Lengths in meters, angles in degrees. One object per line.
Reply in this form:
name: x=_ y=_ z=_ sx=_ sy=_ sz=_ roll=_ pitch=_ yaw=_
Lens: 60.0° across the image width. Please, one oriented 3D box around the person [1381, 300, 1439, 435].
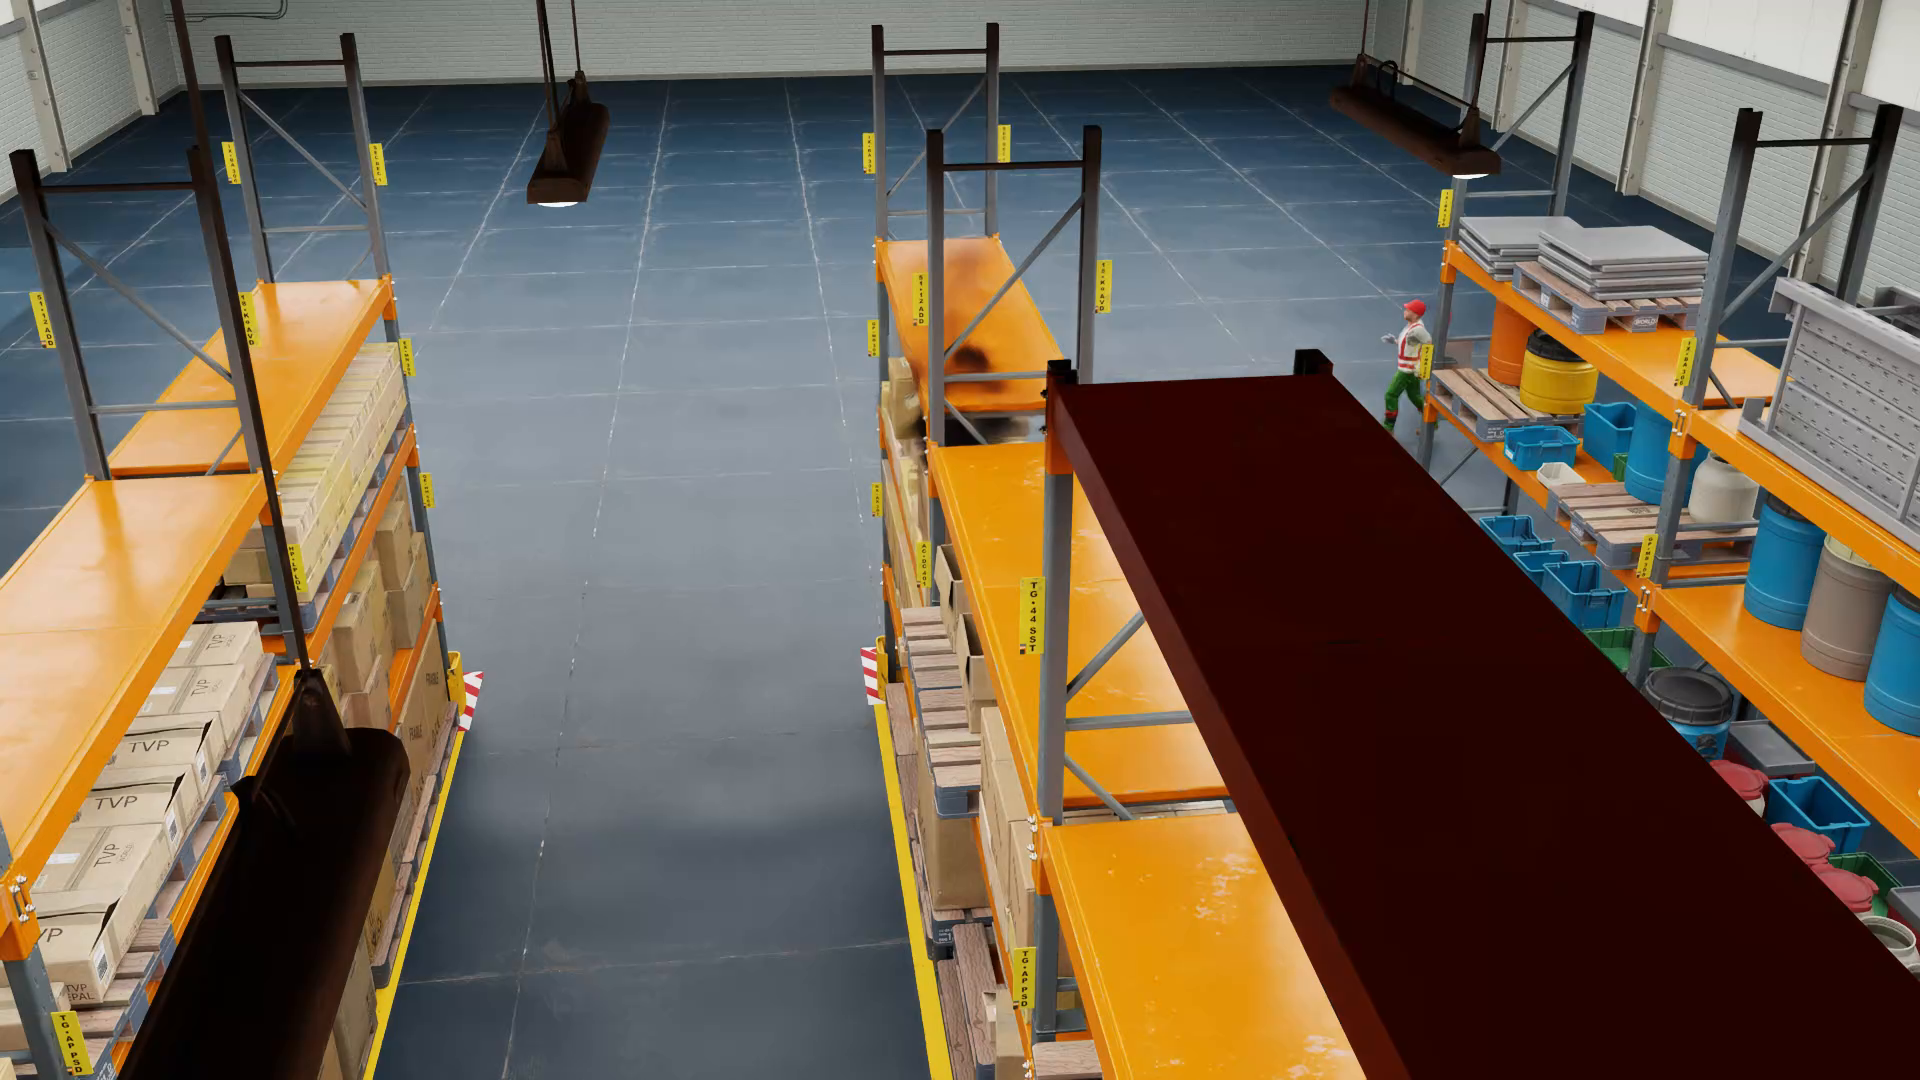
person: x=5.657 y=-2.115 z=20.836 sx=0.836 sy=1.846 sz=0.661 roll=7 pitch=26 yaw=15
